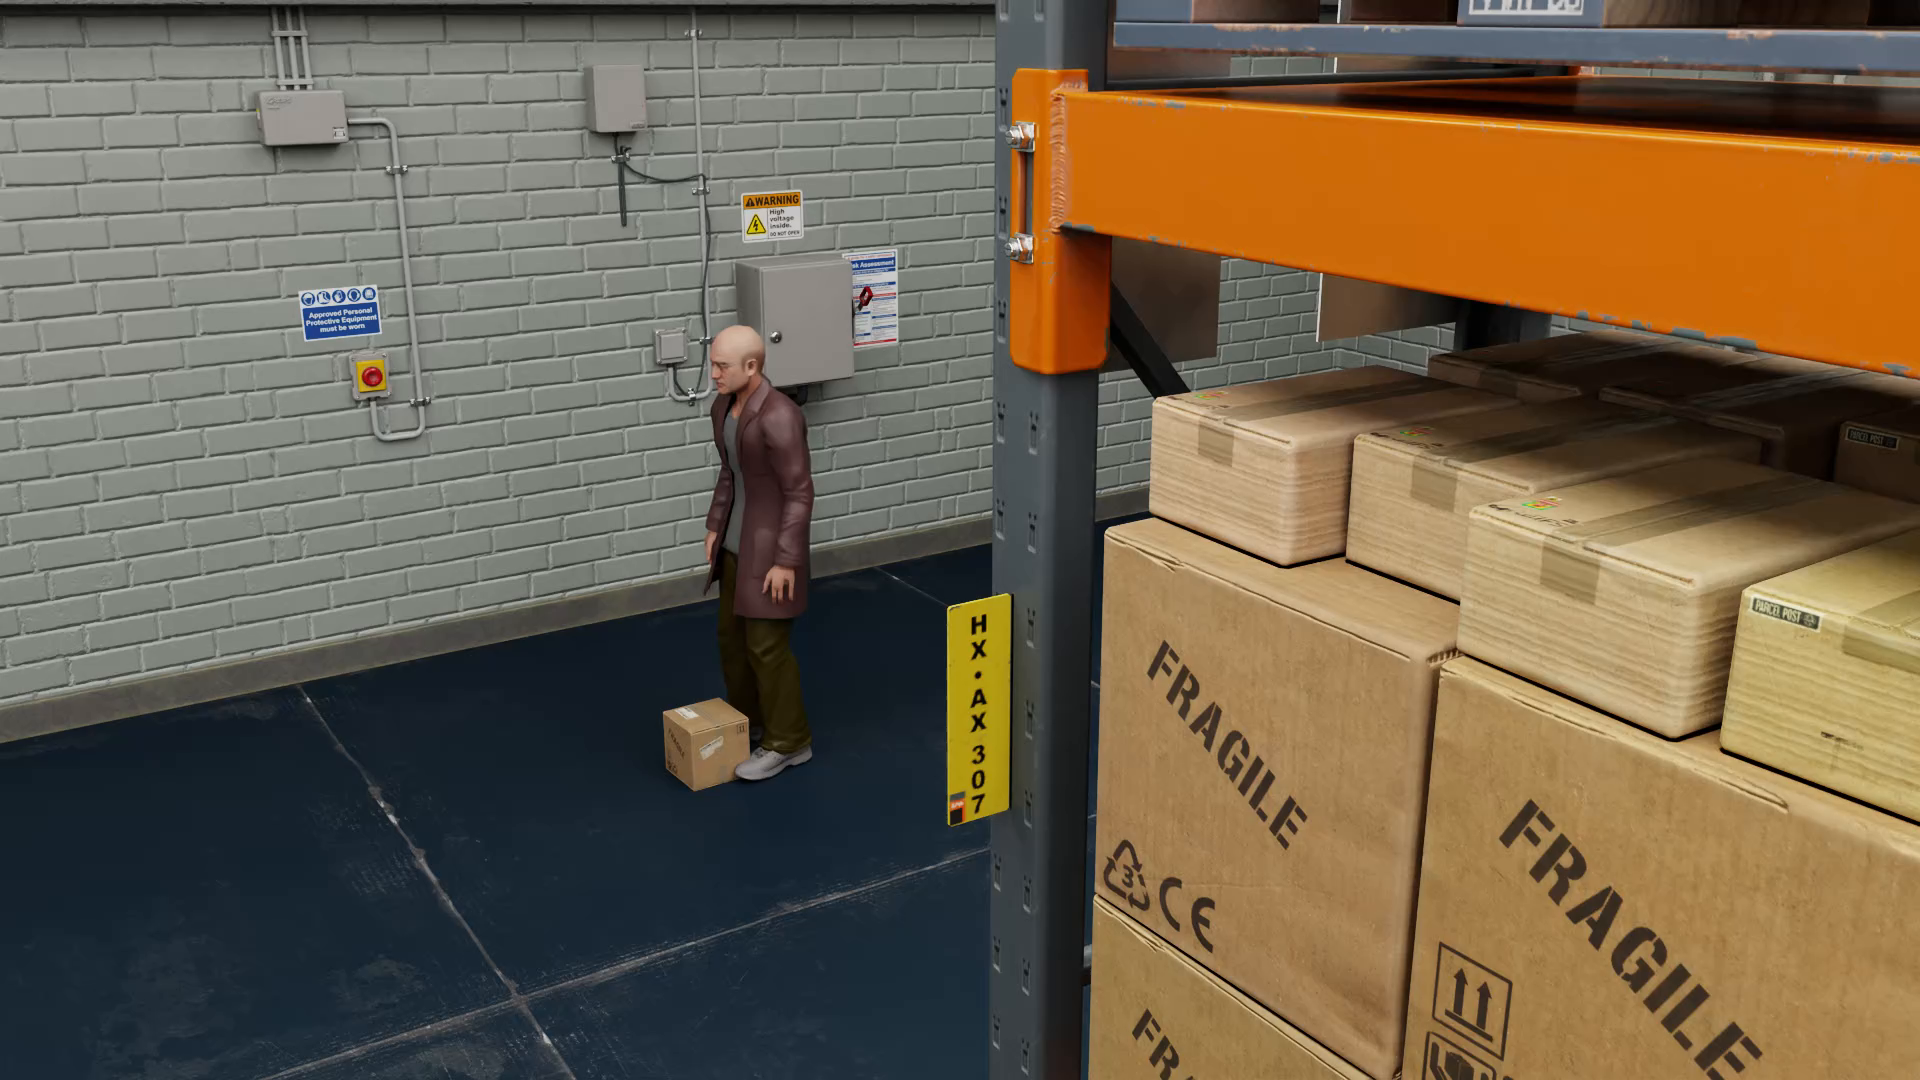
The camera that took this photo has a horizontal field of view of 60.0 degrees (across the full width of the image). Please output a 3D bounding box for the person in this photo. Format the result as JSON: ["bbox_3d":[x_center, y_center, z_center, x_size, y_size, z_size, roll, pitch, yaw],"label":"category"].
[{"bbox_3d":[-0.790,0.037,6.463,0.416,1.774,0.654,-12,21,-33],"label":"person"}]
